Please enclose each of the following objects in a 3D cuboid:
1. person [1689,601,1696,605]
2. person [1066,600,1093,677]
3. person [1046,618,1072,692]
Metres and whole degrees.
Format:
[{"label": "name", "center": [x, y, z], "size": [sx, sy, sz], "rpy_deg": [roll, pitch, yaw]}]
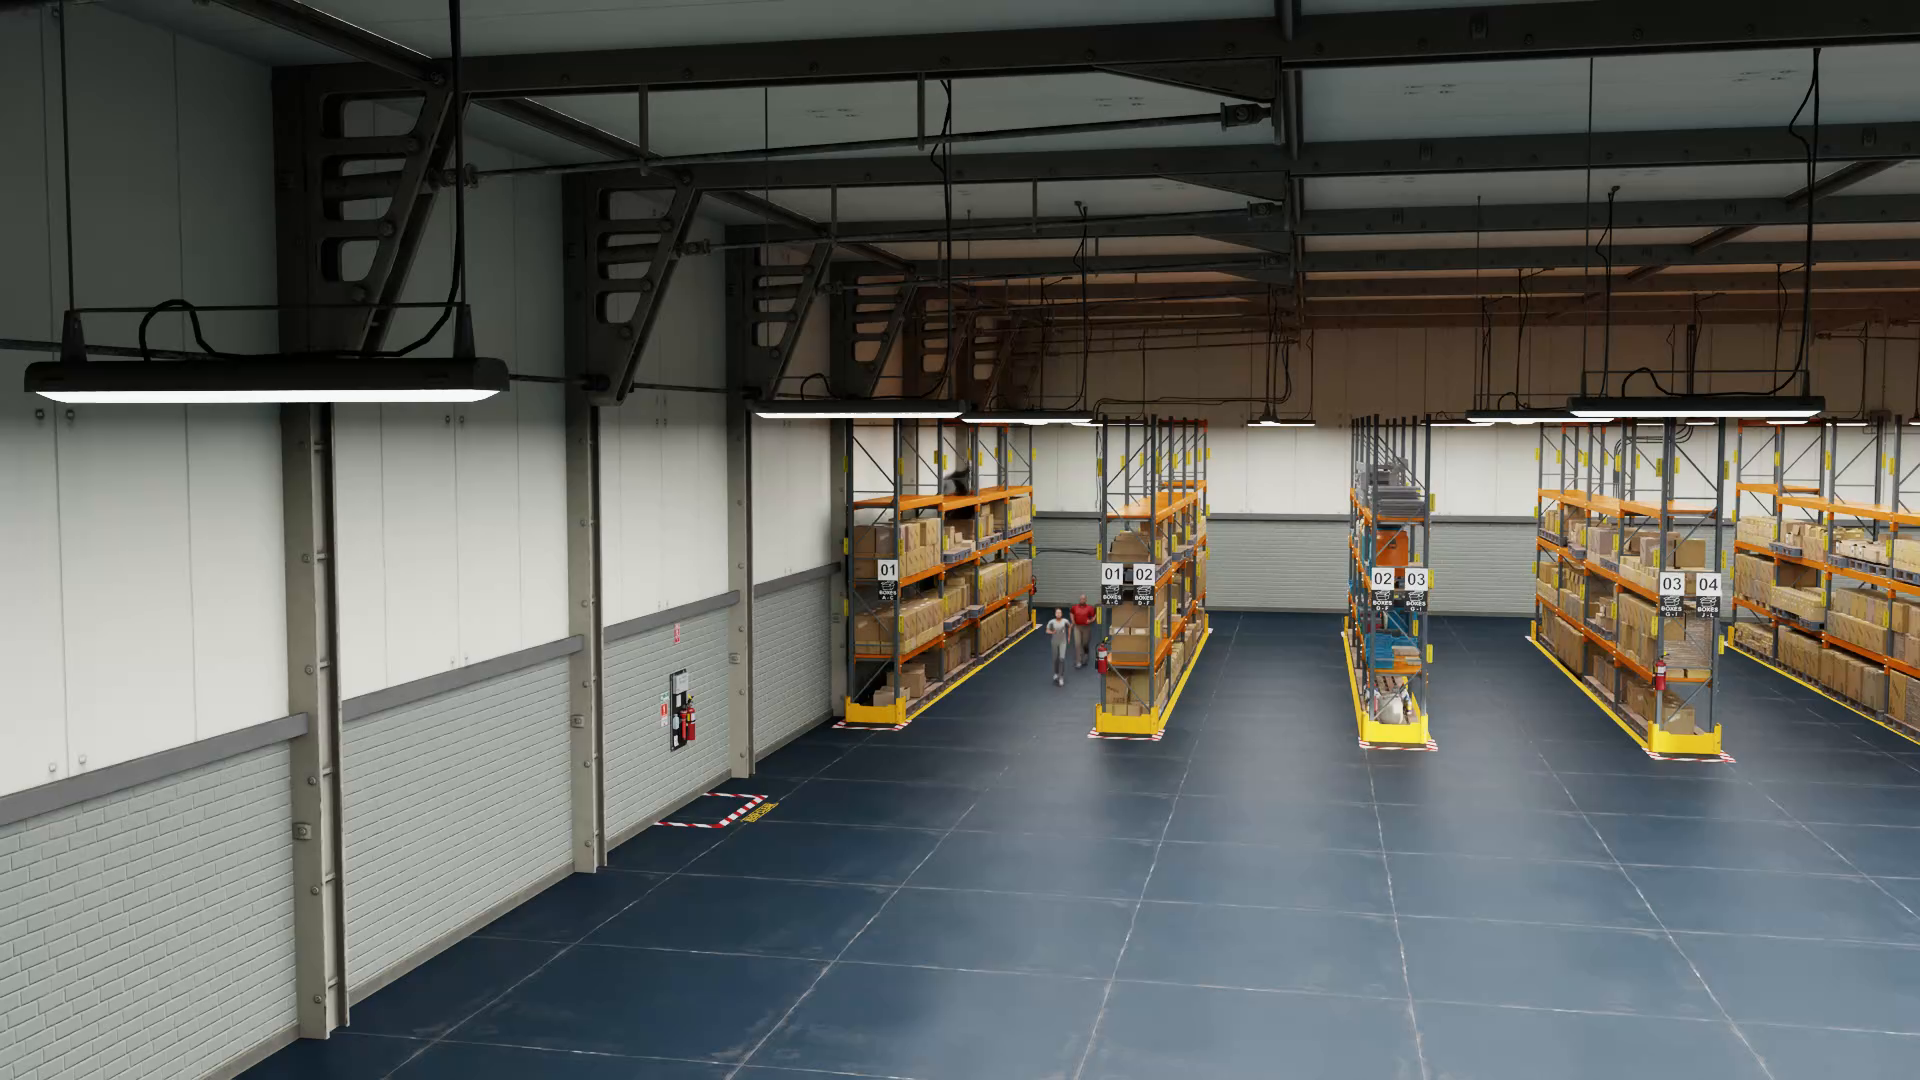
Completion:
[{"label": "person", "center": [18.892, 1.996, 42.741], "size": [0.574, 1.689, 0.875], "rpy_deg": [1, 4, 17]}, {"label": "person", "center": [2.773, 2.294, 38.739], "size": [0.639, 1.797, 0.729], "rpy_deg": [1, 4, 8]}, {"label": "person", "center": [2.113, 2.500, 35.925], "size": [0.518, 1.628, 0.627], "rpy_deg": [1, 4, 9]}]
